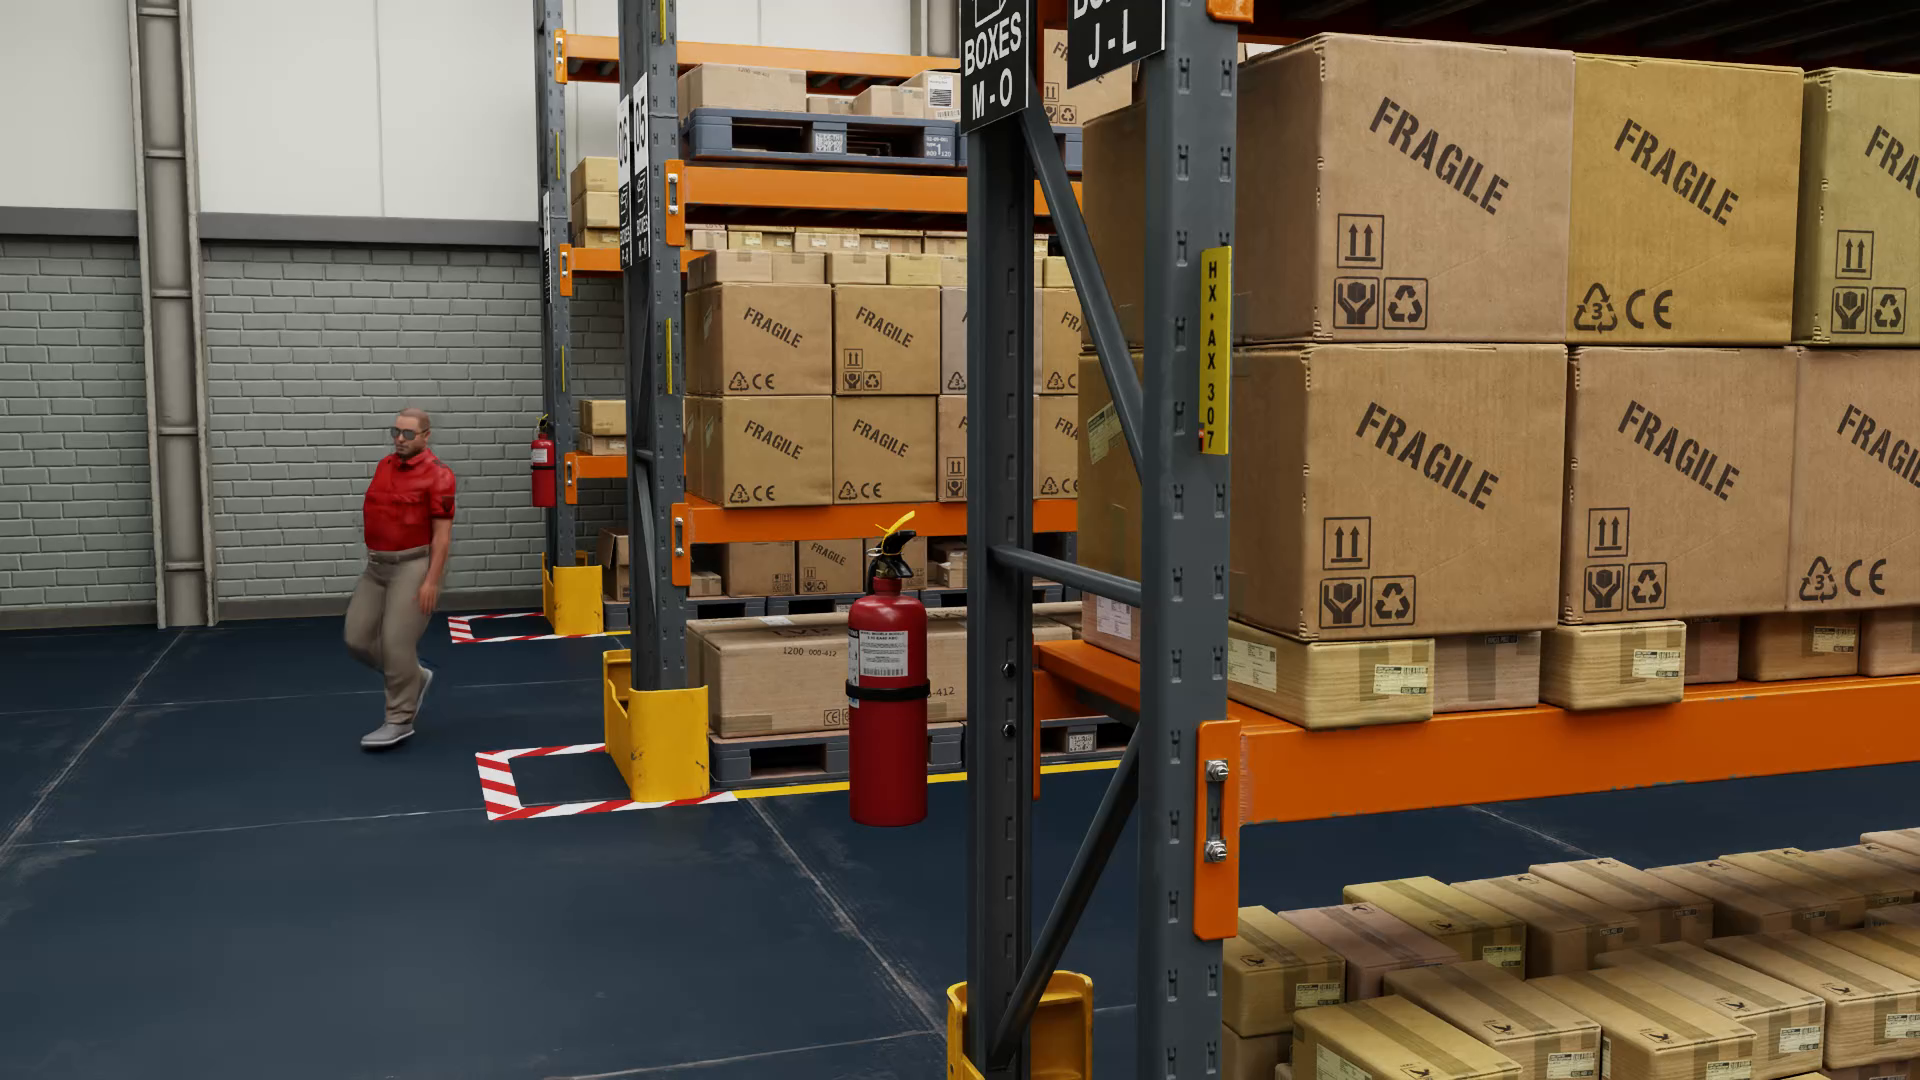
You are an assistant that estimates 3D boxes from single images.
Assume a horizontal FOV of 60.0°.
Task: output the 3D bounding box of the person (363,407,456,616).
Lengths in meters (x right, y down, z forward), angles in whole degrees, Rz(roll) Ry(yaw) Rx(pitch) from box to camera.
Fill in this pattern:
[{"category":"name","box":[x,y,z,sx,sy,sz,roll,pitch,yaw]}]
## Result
[{"category":"person","box":[-2.855,-0.149,8.446,0.619,1.049,0.343,4,7,32]}]
